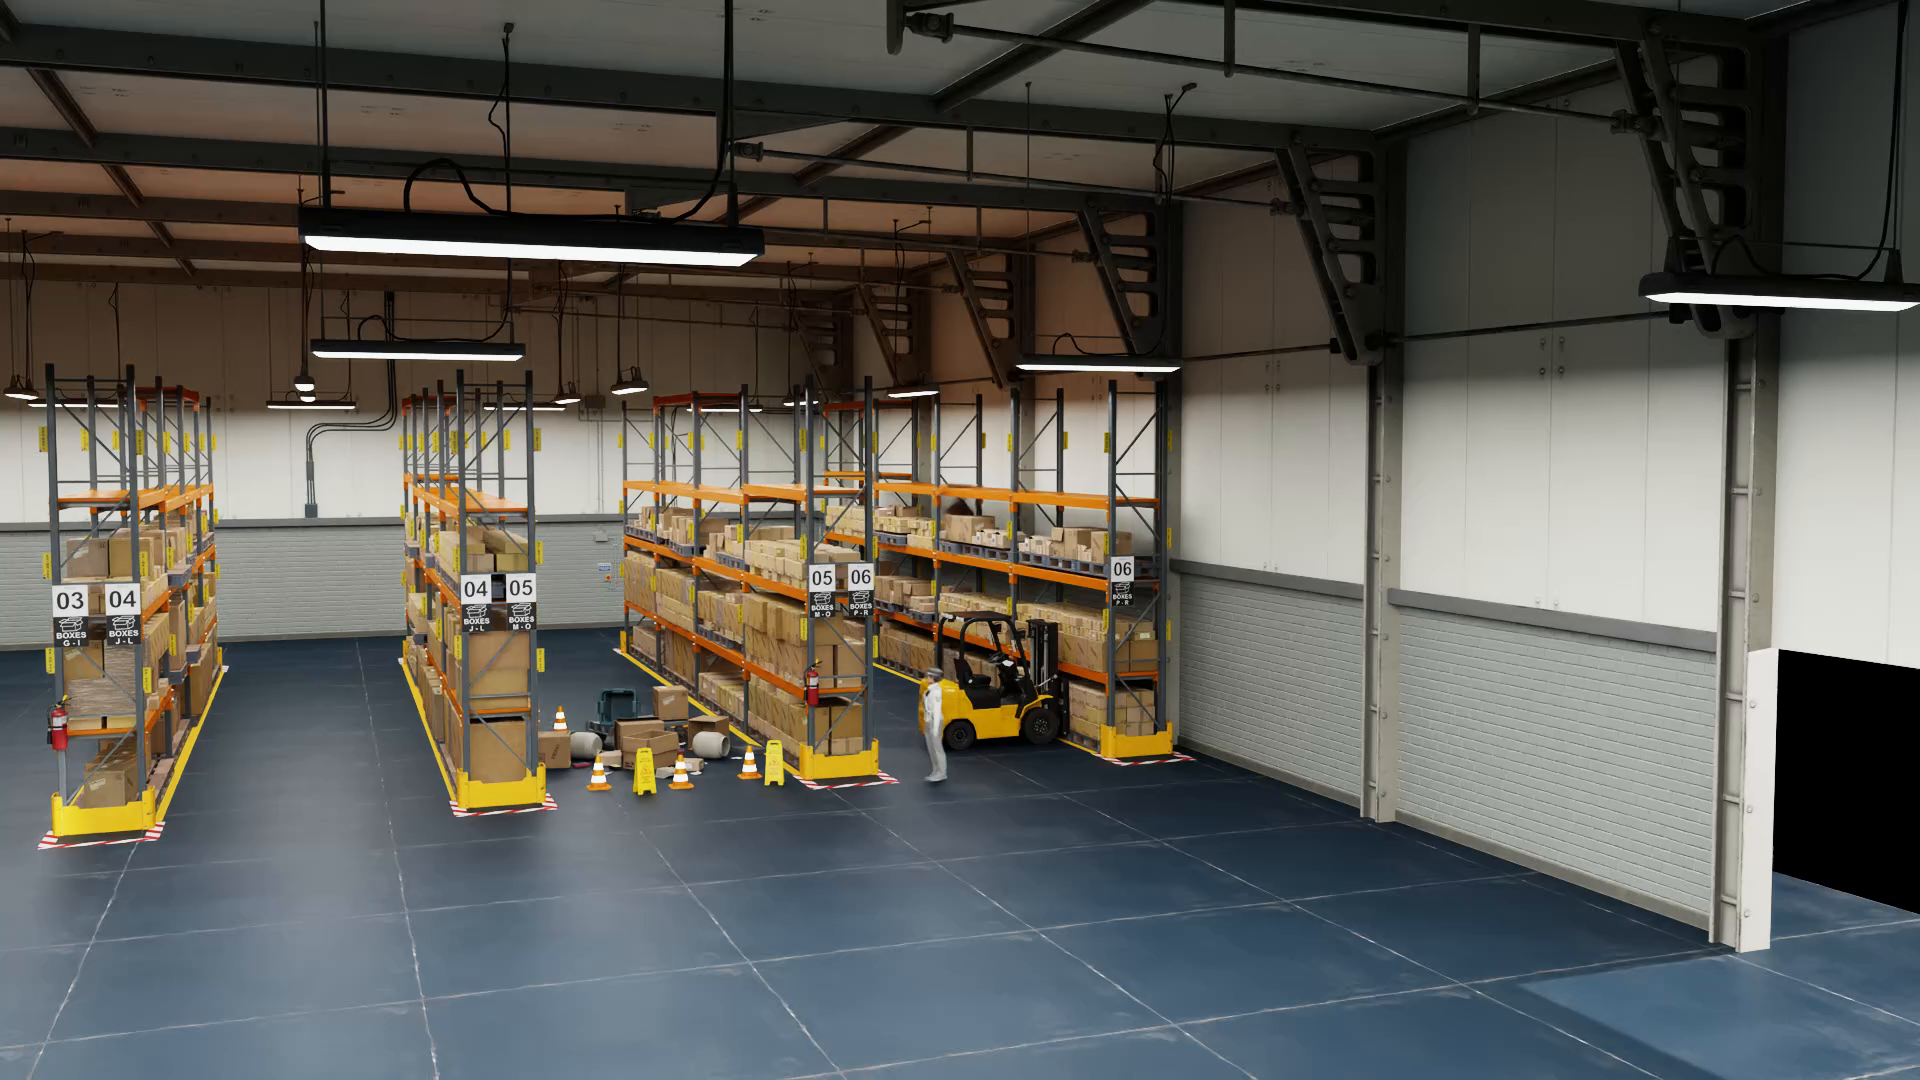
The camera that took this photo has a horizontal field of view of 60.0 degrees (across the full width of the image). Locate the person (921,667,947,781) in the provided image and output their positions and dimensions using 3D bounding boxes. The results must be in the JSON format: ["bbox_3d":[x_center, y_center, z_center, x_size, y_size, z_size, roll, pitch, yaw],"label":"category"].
[{"bbox_3d":[-0.393,2.735,24.600,0.373,1.722,0.578,-1,3,-16],"label":"person"}]
